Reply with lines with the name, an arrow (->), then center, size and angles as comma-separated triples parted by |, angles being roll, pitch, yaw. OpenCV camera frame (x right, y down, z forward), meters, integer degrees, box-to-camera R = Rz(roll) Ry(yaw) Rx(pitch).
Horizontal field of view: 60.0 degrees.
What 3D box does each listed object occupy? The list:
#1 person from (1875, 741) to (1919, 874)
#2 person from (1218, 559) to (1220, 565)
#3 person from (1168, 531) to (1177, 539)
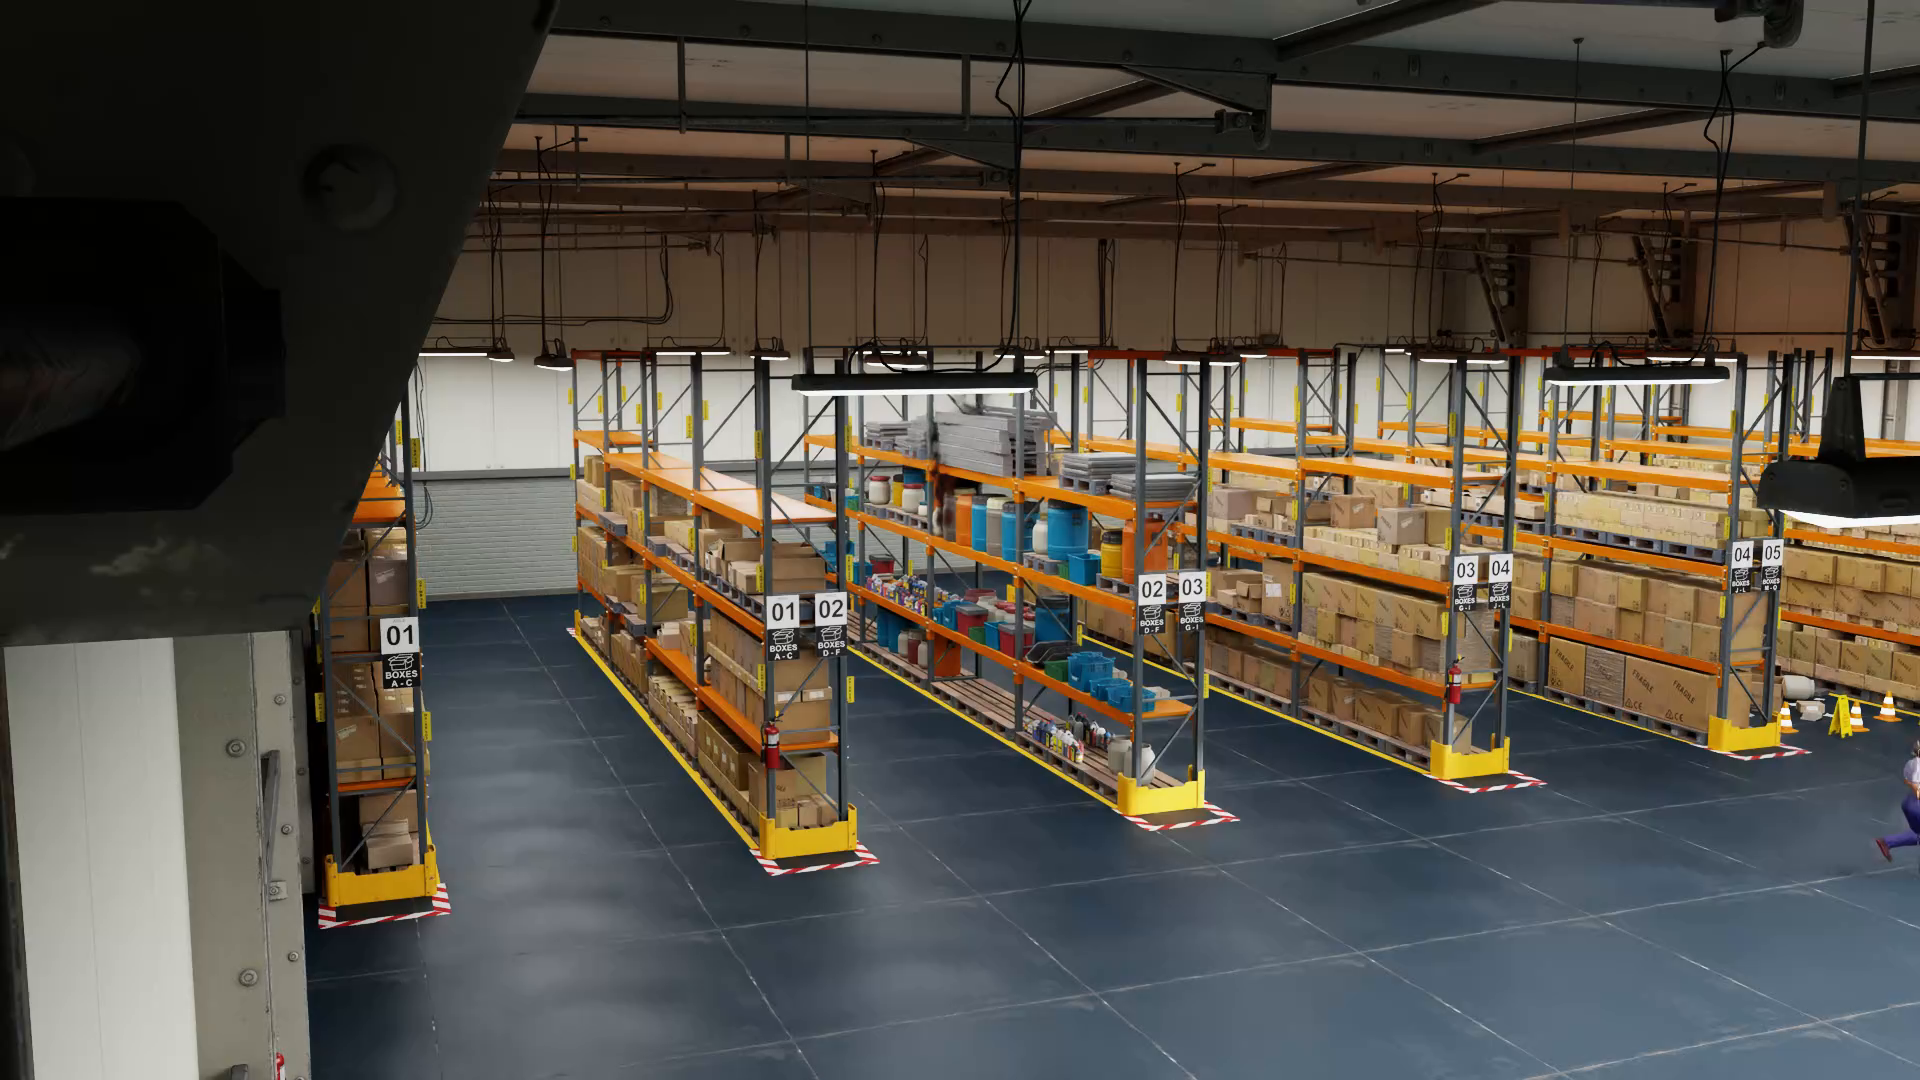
person -> 11.158, 3.142, 19.410 | 0.745, 1.631, 0.607 | 1, 7, 12
person -> 5.400, 1.234, 34.101 | 0.647, 1.812, 0.746 | -3, 8, -26
person -> 5.093, 0.456, 41.032 | 0.799, 1.643, 0.528 | 5, 9, 36
